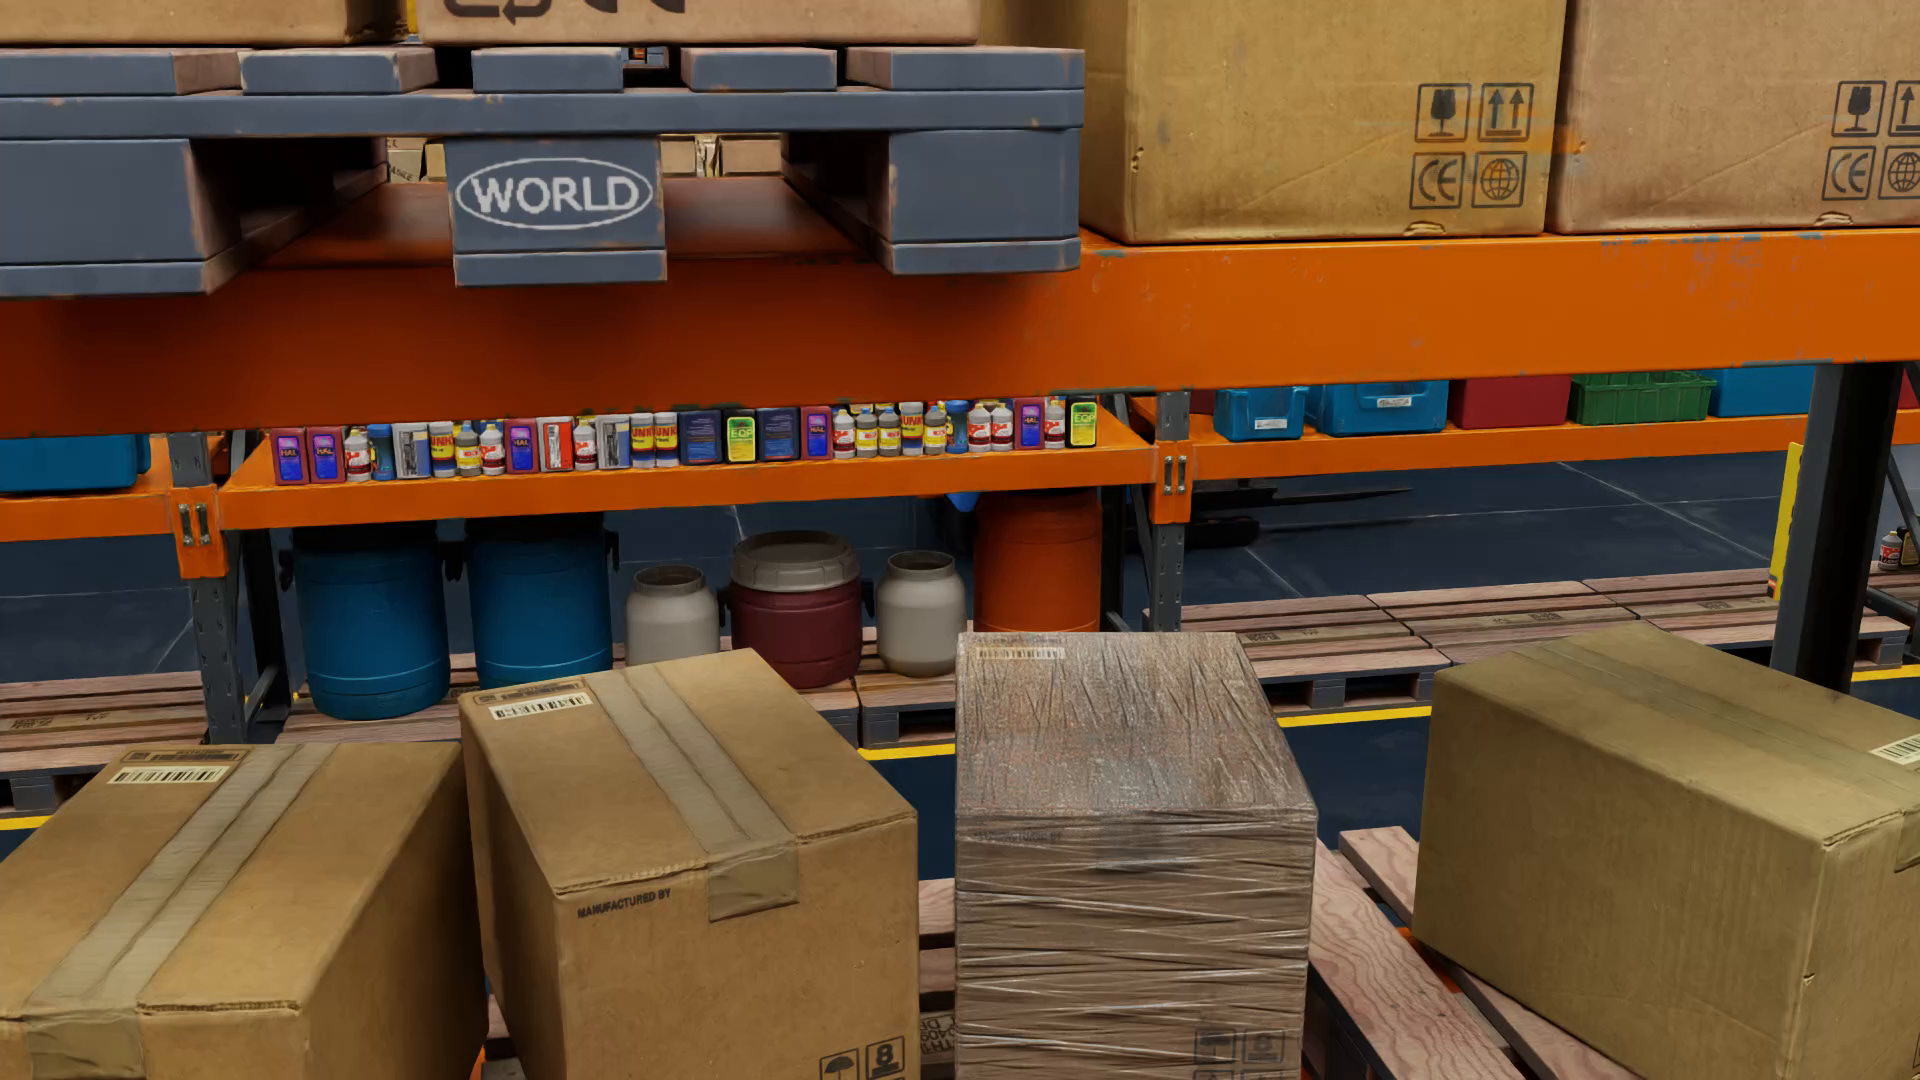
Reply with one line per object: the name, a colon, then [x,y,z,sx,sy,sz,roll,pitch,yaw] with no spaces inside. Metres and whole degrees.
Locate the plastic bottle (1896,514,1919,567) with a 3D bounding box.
plastic bottle: [5.175,0.003,9.071,0.133,0.283,0.061,-2,17,-8]

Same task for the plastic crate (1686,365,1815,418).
plastic crate: [3.741,-0.805,7.851,0.575,0.384,0.392,-3,17,-10]

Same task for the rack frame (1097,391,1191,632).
rack frame: [0.838,-0.741,7.615,0.127,3.000,1.000,-3,17,-10]

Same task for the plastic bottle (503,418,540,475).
plastic bottle: [-1.777,-0.409,6.734,0.133,0.283,0.061,-3,17,-10]

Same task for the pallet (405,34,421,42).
pallet: [-2.339,-1.933,6.711,1.003,0.211,1.213,-3,17,-10]

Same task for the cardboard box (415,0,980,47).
cardboard box: [-0.336,-0.902,1.975,0.600,0.600,0.600,-4,18,-13]

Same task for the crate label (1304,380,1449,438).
crate label: [1.864,-0.735,7.536,0.616,0.435,0.502,-3,17,-10]

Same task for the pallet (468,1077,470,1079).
pallet: [-1.349,0.989,2.310,1.213,0.211,1.003,-3,17,-10]

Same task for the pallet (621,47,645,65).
pallet: [-1.822,-3.398,11.479,1.213,0.211,1.003,-2,17,-8]

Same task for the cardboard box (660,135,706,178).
cardboard box: [-2.121,-2.585,11.741,0.637,0.503,0.797,-3,17,-9]

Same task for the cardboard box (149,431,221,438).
cardboard box: [-5.576,-1.067,11.581,0.875,0.875,0.875,-3,17,-10]

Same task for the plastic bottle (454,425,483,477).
plastic bottle: [-1.989,-0.363,6.724,0.097,0.201,0.097,0,17,0]

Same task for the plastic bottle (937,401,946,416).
plastic bottle: [-0.061,-0.654,7.671,0.097,0.201,0.097,0,17,0]

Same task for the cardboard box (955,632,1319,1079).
cardboard box: [0.242,0.502,2.682,0.500,0.500,0.700,0,17,0]

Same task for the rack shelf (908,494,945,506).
rack shelf: [-0.209,-0.286,10.170,0.180,0.103,0.258,-4,18,-13]

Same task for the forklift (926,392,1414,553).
forklift: [1.353,-1.504,10.216,3.031,2.935,1.130,-4,18,-13]

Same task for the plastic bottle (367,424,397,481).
plastic bottle: [-2.312,-0.378,6.654,0.097,0.271,0.097,0,17,0]

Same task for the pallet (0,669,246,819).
pallet: [-3.804,0.867,7.129,1.213,0.211,1.003,-3,17,-10]

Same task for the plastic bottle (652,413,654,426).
plastic bottle: [-1.442,-0.621,7.564,0.097,0.201,0.097,0,17,0]

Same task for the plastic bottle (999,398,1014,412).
plastic bottle: [0.232,-0.750,7.863,0.097,0.271,0.097,0,17,0]

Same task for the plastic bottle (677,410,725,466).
plastic bottle: [-1.078,-0.494,6.894,0.185,0.351,0.144,-3,17,-10]

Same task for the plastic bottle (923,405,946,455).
plastic bottle: [-0.109,-0.470,7.072,0.097,0.201,0.097,0,17,0]

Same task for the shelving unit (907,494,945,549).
shelving unit: [-0.209,-0.558,10.086,0.189,1.200,0.258,-4,18,-13]

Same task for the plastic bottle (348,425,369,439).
plastic bottle: [-2.656,-0.553,7.340,0.097,0.201,0.097,0,17,0]

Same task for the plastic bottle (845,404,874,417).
plastic bottle: [-0.470,-0.721,7.750,0.133,0.283,0.061,-3,17,-10]

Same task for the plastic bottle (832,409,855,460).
plastic bottle: [-0.491,-0.448,7.001,0.097,0.201,0.097,0,17,0]

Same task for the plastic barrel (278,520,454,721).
plastic barrel: [-2.552,0.259,7.219,0.708,0.901,0.600,-3,17,-10]

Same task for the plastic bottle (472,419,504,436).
plastic bottle: [-2.041,-0.609,7.269,0.185,0.351,0.144,-3,17,-10]

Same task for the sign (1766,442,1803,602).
sign: [1.665,-0.026,3.316,0.005,0.325,0.100,-3,17,-10]

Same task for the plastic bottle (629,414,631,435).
plastic bottle: [-1.509,-0.606,7.394,0.097,0.271,0.097,0,17,0]

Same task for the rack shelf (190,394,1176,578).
rack shelf: [-1.126,-0.286,7.358,4.000,0.370,1.077,-3,17,-10]

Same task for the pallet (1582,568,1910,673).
pallet: [4.001,0.424,8.571,1.213,0.211,1.003,-3,17,-10]

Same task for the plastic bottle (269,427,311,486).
plastic bottle: [-2.649,-0.360,6.573,0.133,0.283,0.061,-3,17,-10]

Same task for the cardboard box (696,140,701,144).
cardboard box: [-2.724,-3.926,16.683,0.250,0.149,0.380,-3,17,-9]

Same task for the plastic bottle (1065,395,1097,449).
plastic bottle: [0.521,-0.540,7.158,0.133,0.283,0.061,-3,17,-10]

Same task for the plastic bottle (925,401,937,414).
plastic bottle: [-0.103,-0.725,7.774,0.135,0.276,0.152,-3,17,-10]

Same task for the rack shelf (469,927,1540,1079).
rack shelf: [-0.190,1.143,2.708,4.000,0.370,1.077,-3,17,-10]

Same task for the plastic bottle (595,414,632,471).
plastic bottle: [-1.426,-0.439,6.844,0.135,0.276,0.152,-3,17,-10]

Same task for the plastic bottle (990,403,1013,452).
plastic bottle: [0.178,-0.486,7.125,0.097,0.201,0.097,0,17,0]

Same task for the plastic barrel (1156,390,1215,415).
plastic barrel: [1.236,-0.919,7.963,0.708,0.536,0.600,-3,17,-10]

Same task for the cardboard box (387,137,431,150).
cardboard box: [-5.281,-3.945,15.668,0.500,0.500,0.500,-4,17,-12]

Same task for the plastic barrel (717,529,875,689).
plastic barrel: [-0.748,0.306,7.598,0.708,0.588,0.600,-3,17,-10]

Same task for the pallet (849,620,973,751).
pallet: [0.071,0.648,7.842,1.213,0.211,1.003,-3,17,-10]
